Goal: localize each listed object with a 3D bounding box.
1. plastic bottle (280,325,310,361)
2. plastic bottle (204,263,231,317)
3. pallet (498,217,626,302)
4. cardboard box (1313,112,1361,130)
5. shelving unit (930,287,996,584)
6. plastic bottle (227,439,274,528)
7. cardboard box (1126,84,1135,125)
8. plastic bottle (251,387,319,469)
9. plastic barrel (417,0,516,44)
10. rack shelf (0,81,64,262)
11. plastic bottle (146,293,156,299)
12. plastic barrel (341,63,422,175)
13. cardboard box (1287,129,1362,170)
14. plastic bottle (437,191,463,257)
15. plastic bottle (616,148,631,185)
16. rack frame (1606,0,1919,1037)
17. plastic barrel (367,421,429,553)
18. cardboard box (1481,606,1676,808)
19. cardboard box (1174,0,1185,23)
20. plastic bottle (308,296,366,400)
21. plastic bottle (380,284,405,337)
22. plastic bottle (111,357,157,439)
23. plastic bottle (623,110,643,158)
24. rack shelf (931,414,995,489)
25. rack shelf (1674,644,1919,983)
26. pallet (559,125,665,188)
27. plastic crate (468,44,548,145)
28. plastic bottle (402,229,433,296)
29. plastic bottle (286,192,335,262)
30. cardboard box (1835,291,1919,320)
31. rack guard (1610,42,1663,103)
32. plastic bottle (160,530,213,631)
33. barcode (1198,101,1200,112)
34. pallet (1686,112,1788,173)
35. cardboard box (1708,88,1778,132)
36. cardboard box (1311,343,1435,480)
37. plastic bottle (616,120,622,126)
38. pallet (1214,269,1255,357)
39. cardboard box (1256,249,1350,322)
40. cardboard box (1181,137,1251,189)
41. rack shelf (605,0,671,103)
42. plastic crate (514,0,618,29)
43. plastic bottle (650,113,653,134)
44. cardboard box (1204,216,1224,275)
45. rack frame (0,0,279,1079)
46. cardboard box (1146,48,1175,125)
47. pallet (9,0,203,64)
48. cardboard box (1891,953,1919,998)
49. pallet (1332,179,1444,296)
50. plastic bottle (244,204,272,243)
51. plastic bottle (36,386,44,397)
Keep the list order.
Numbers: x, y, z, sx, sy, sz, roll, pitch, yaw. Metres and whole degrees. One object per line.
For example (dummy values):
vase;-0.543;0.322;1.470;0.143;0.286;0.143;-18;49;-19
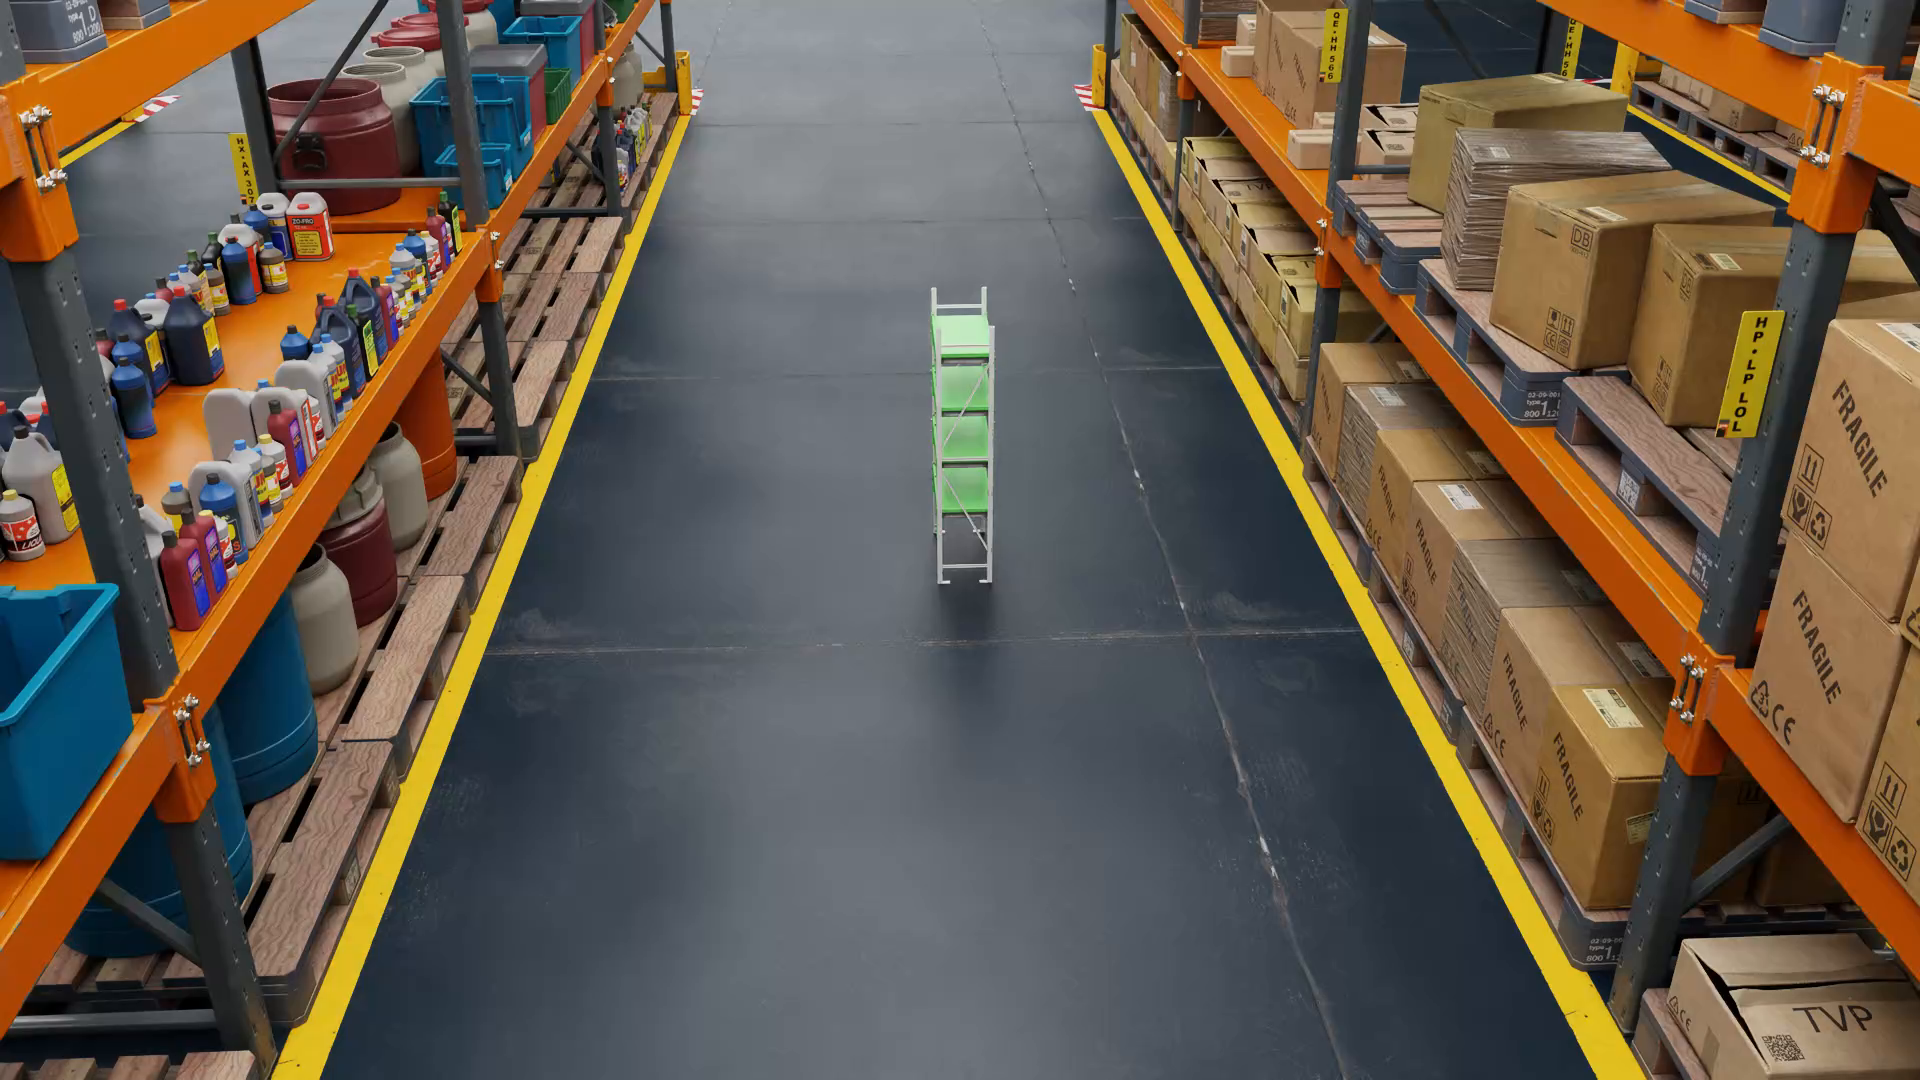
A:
plastic bottle;-2.323;-0.623;5.839;0.097;0.271;0.097;0;28;0
plastic bottle;-2.985;-1.003;6.645;0.097;0.201;0.097;0;28;0
pallet;-2.824;-1.878;11.122;1.003;0.211;1.213;-1;28;-3
cardboard box;2.129;-2.223;9.040;0.380;0.149;0.250;1;28;1
shelving unit;0.009;-0.456;7.326;0.258;1.200;0.503;-1;28;-3
plastic bottle;-2.128;-0.170;4.972;0.097;0.271;0.097;0;28;0
cardboard box;1.696;-3.693;14.107;0.500;0.250;0.500;-1;28;-3
plastic bottle;-2.178;-0.377;5.363;0.152;0.276;0.135;-1;28;-3
plastic barrel;-3.186;-3.512;10.699;0.600;0.901;0.708;-1;28;-3
rack shelf;-2.382;0.131;1.789;1.077;0.370;4.000;-1;28;-3
plastic bottle;-2.956;-0.776;6.134;0.097;0.271;0.097;0;28;0
plastic barrel;-2.962;-2.148;8.504;0.421;0.512;0.421;0;28;0
cardboard box;1.929;-2.044;8.697;0.380;0.149;0.250;-1;28;-3
plastic bottle;-2.248;-1.400;7.317;0.061;0.283;0.133;-1;28;-3
plastic bottle;-2.527;-2.770;12.286;0.152;0.276;0.135;0;28;-1
rack frame;2.461;0.101;4.313;1.000;3.000;0.127;-1;28;-3
plastic barrel;-2.534;-0.228;7.179;0.421;0.512;0.421;0;28;0
cardboard box;2.131;0.565;5.651;0.500;0.500;0.500;-1;28;-2
cardboard box;1.980;-4.086;12.233;0.700;0.500;0.500;-2;28;-3
plastic bottle;-2.205;-0.681;5.865;0.144;0.351;0.185;-1;28;-3
plastic bottle;-2.212;-0.889;6.426;0.097;0.201;0.097;0;28;0
plastic bottle;-2.770;-0.481;5.568;0.097;0.271;0.097;0;28;0
plastic bottle;-2.564;-3.163;12.959;0.144;0.351;0.185;-2;28;-3
rack shelf;0.009;-0.399;7.356;0.258;0.148;0.480;-1;28;-3
rack shelf;2.565;1.343;2.709;1.077;0.370;4.000;-1;28;-3
pallet;-2.964;-3.115;13.495;1.003;0.211;1.213;-1;28;-3
plastic crate;-2.474;-2.411;9.059;0.402;0.464;0.583;-1;28;-3
plastic bottle;-2.238;-1.145;6.840;0.097;0.271;0.097;0;28;0
plastic bottle;-2.843;-1.370;7.267;0.152;0.276;0.135;-1;28;-3
cardboard box;2.659;-0.354;4.623;0.700;0.500;0.500;-11;29;-20
rack guard;6.785;-4.419;15.682;1.175;0.500;0.348;-1;28;-3
plastic bottle;-2.079;0.091;4.459;0.061;0.283;0.133;-1;28;-3
barcode;1.641;-2.978;11.406;0.001;0.075;0.075;-1;28;-3
pallet;6.853;-3.353;13.950;1.003;0.211;1.213;-1;28;-3
cardboard box;6.745;-3.724;13.874;0.700;0.500;0.500;-3;28;-6
cardboard box;1.990;-0.616;7.915;0.500;0.500;0.500;0;28;0
plastic bottle;-2.709;-3.247;13.282;0.097;0.201;0.097;0;28;0
pallet;2.187;-1.453;10.308;1.003;0.211;1.213;-1;28;-3
cardboard box;1.945;-1.438;9.176;0.500;0.311;0.500;-2;28;-3
cardboard box;1.816;-2.613;11.428;0.500;0.311;0.500;-1;28;-2
rack shelf;-3.008;-4.080;13.108;1.077;0.370;4.000;-1;28;-3
plastic crate;-2.804;-3.693;11.654;0.767;0.338;0.504;-1;28;-3
plastic bottle;-2.579;-3.440;13.652;0.097;0.201;0.097;0;28;0
cardboard box;1.872;-1.893;10.656;0.500;0.250;0.500;-2;28;-4
rack frame;-2.486;0.219;4.087;1.000;3.000;0.127;-1;28;-3
cardboard box;1.756;-3.564;13.048;0.500;0.500;0.500;-1;28;-3
pallet;-2.624;-1.387;4.127;1.213;0.211;1.003;-1;28;-3
cardboard box;2.774;1.270;4.298;0.500;0.500;0.500;-1;28;-3
pallet;2.357;-1.350;7.302;1.213;0.211;1.003;-1;28;-3
plastic bottle;-3.016;-1.310;7.157;0.097;0.271;0.097;0;28;0
plastic bottle;-2.882;-0.364;5.339;0.152;0.276;0.135;-1;28;-3
